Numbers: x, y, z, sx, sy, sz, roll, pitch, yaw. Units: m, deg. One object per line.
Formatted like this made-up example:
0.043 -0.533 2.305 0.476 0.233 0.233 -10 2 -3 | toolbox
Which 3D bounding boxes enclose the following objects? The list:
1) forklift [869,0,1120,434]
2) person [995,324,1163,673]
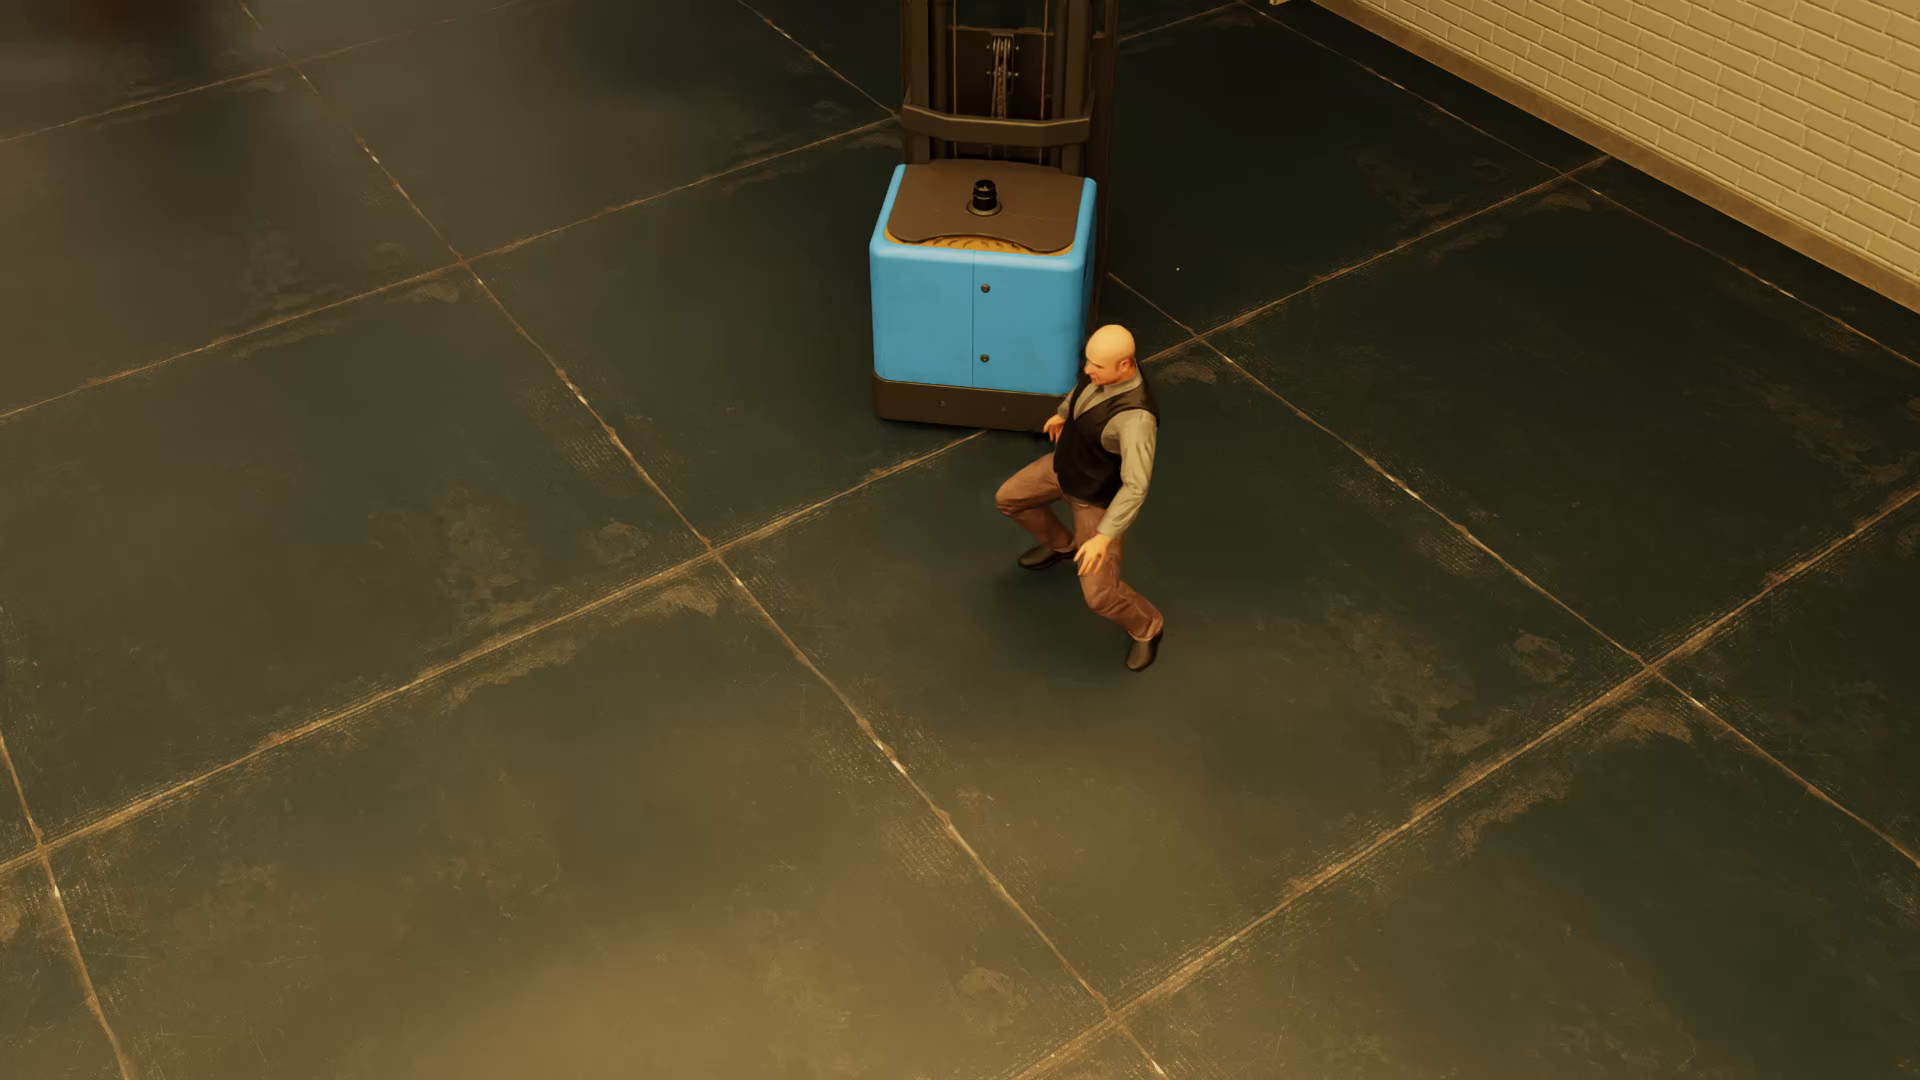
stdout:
0.277 -2.612 8.549 1.130 2.935 3.031 6 43 6 | forklift
0.541 -0.241 6.981 0.636 1.607 0.927 -10 44 -11 | person
